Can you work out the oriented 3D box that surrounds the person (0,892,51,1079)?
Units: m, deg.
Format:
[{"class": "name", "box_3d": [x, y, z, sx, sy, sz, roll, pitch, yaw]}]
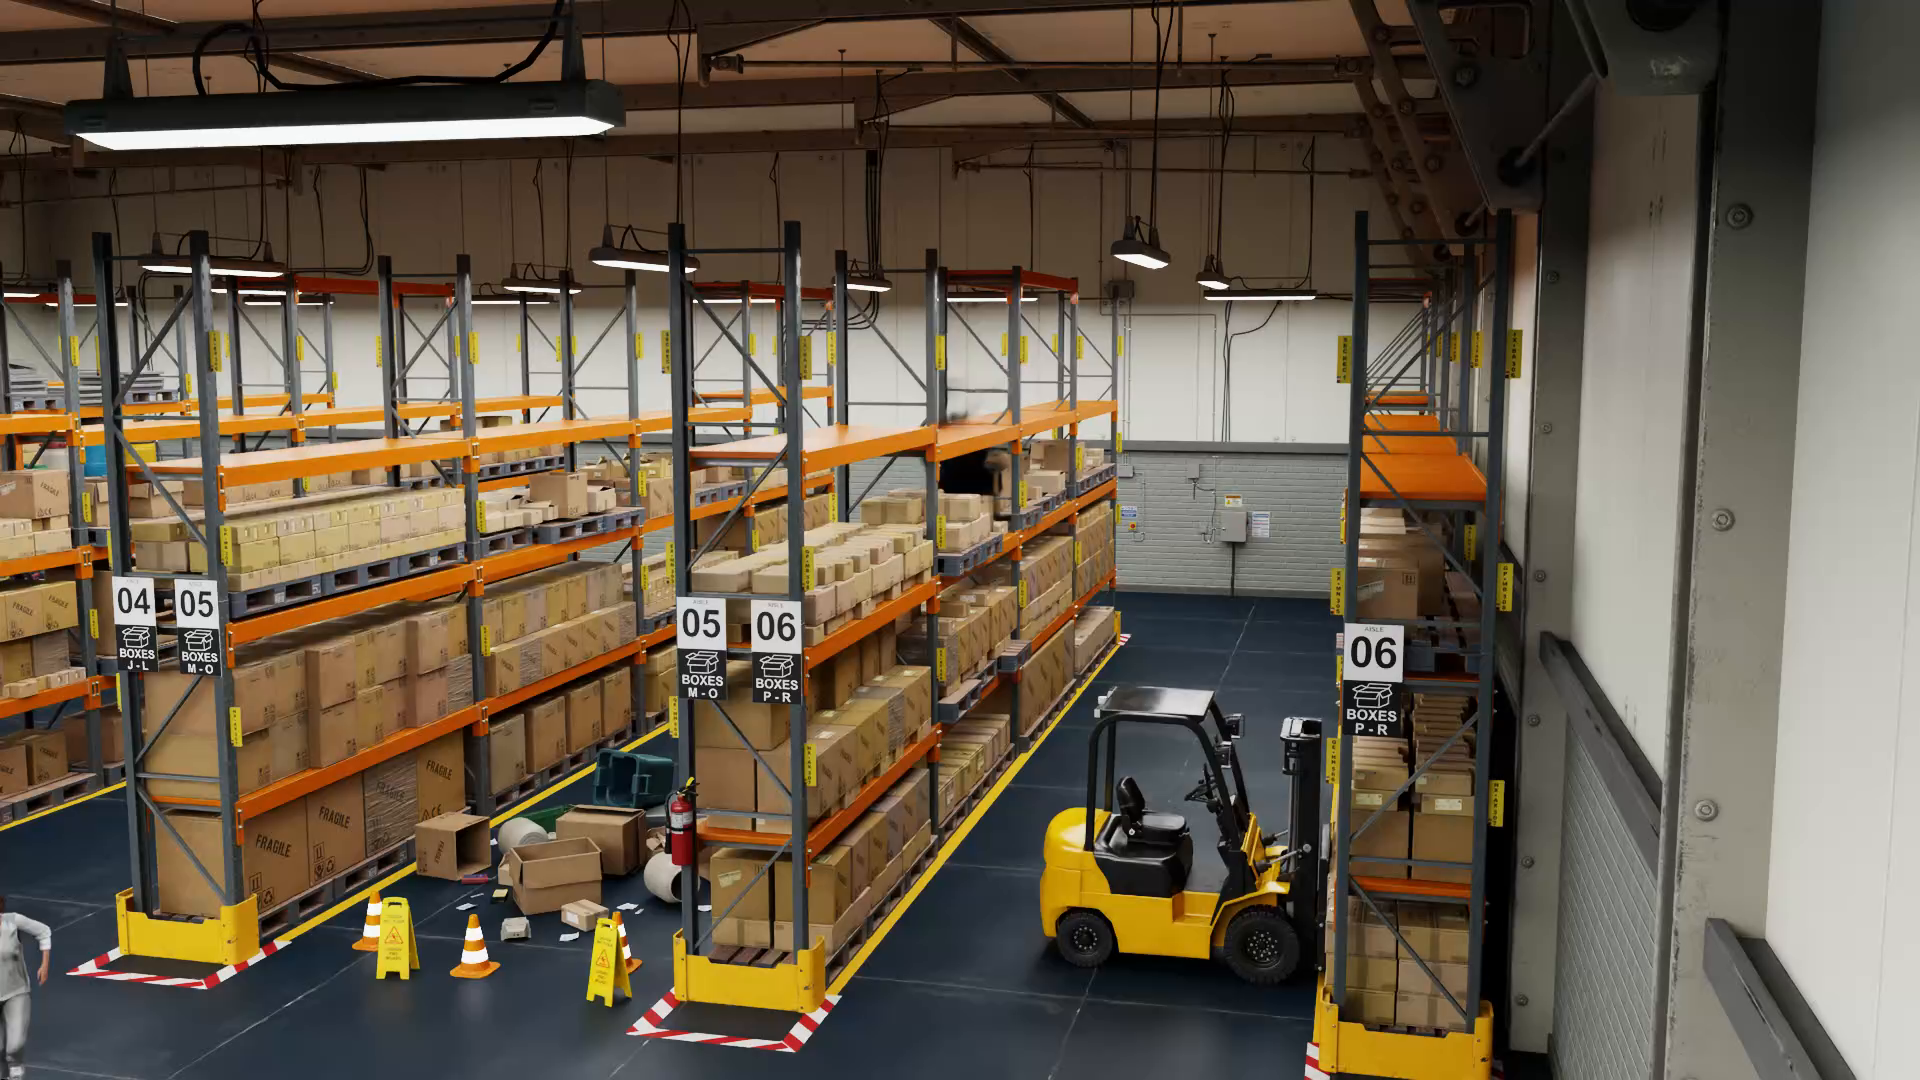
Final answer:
[{"class": "person", "box_3d": [-6.367, 3.052, 11.071, 0.570, 1.555, 0.690, -3, 8, -23]}]
